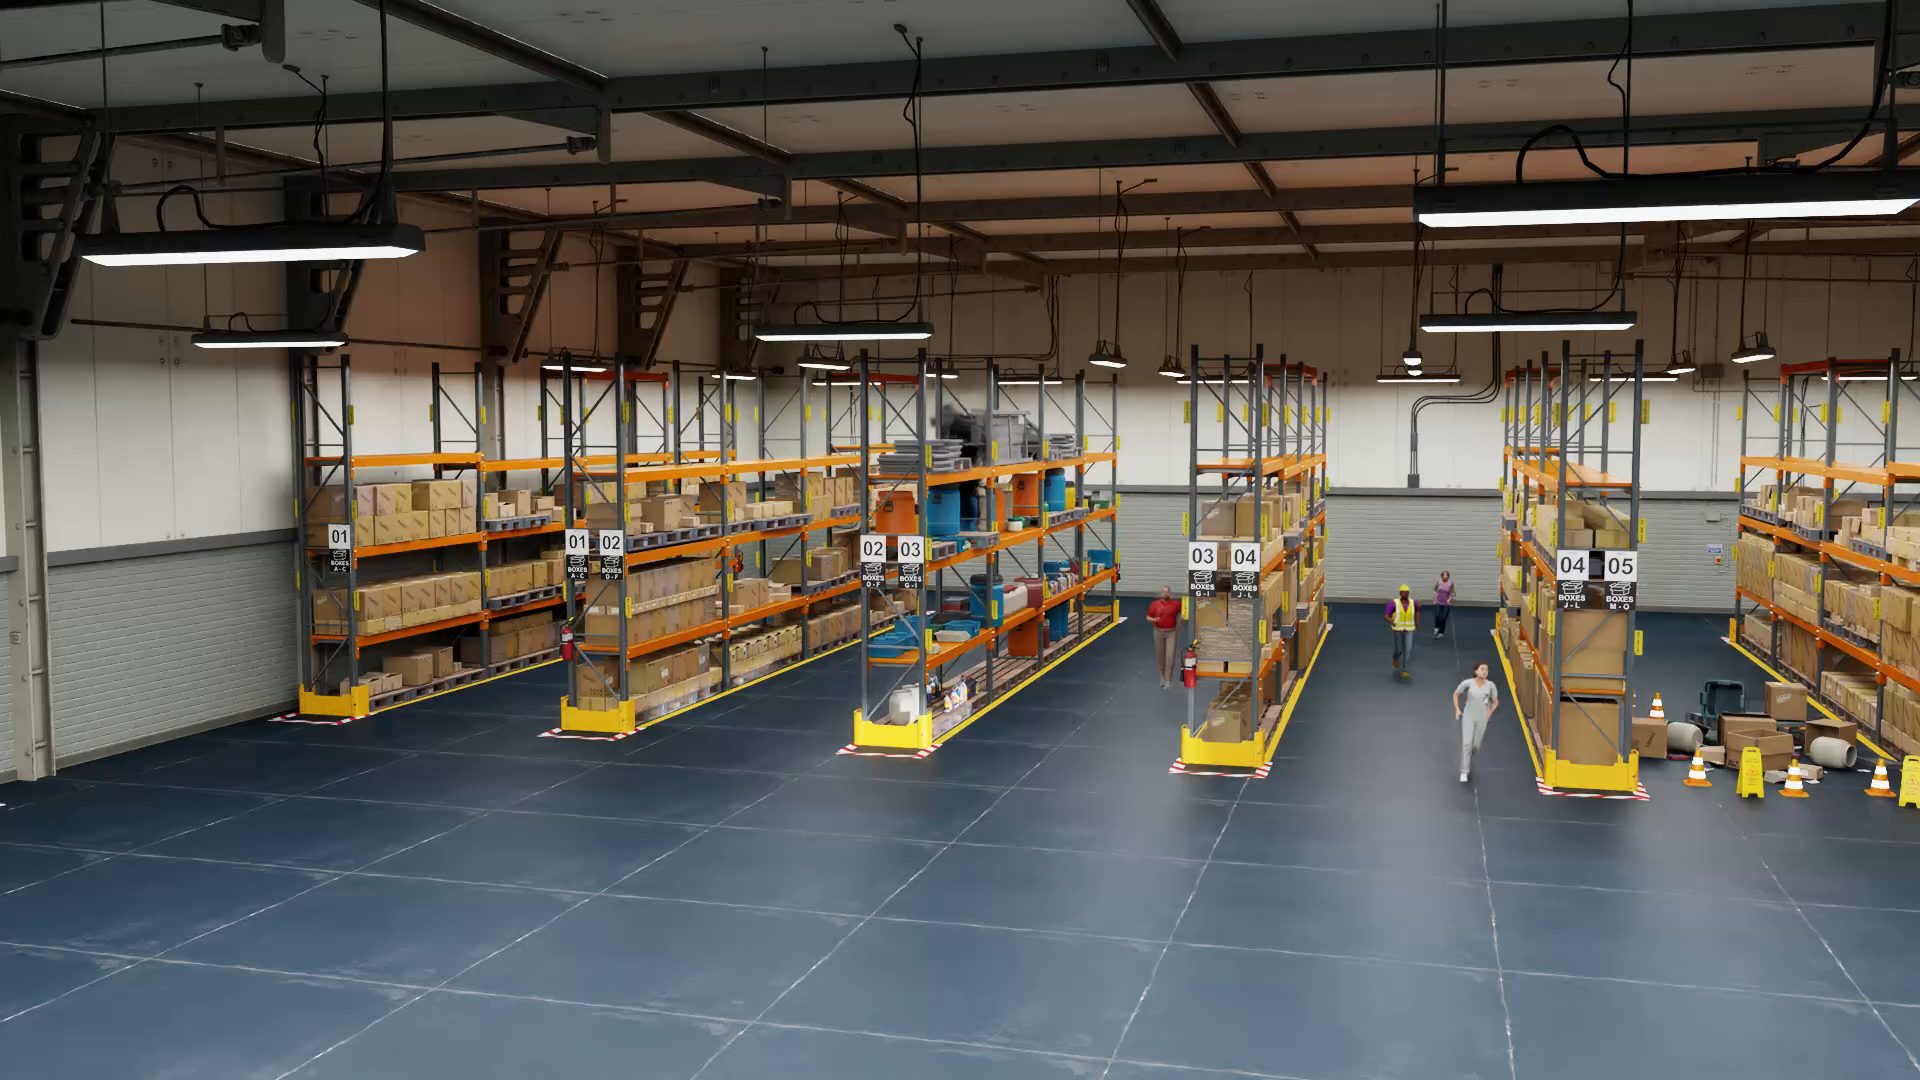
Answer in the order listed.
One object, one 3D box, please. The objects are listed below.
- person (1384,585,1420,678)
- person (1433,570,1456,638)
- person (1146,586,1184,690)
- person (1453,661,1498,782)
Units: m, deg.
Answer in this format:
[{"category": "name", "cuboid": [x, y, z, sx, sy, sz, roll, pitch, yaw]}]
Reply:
[{"category": "person", "cuboid": [8.507, 1.736, 31.923, 0.698, 1.753, 0.948, 0, 4, 5]}, {"category": "person", "cuboid": [10.832, 1.446, 37.243, 0.509, 1.548, 0.579, 2, 5, 19]}, {"category": "person", "cuboid": [3.552, 1.684, 28.791, 0.659, 1.781, 0.898, 1, 4, 11]}, {"category": "person", "cuboid": [7.133, 2.481, 23.018, 0.605, 1.642, 0.736, 1, 4, 7]}]
